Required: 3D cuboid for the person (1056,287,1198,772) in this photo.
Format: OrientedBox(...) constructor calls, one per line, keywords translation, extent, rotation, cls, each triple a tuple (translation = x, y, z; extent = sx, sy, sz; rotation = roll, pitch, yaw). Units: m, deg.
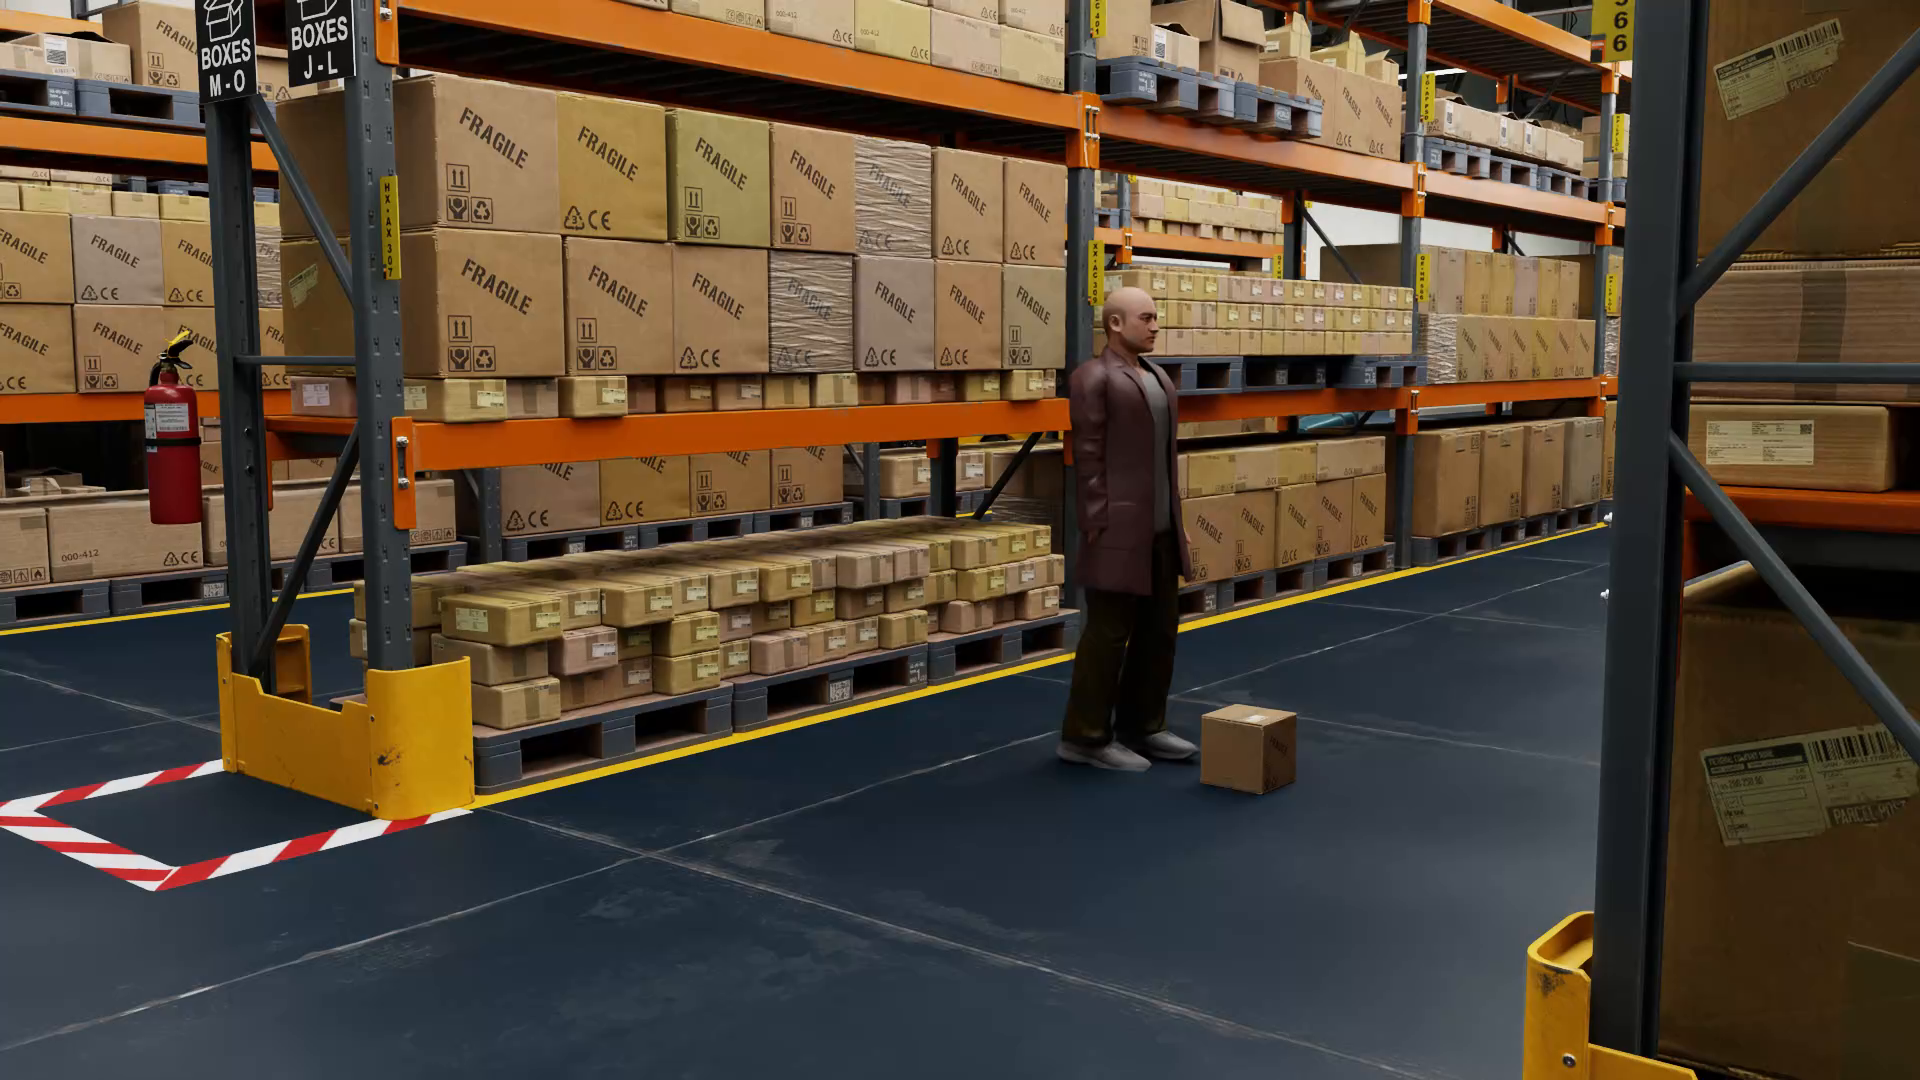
OrientedBox(translation=(0.657, -0.039, 6.217), extent=(0.440, 1.795, 0.568), rotation=(6, 9, 40), cls="person")
